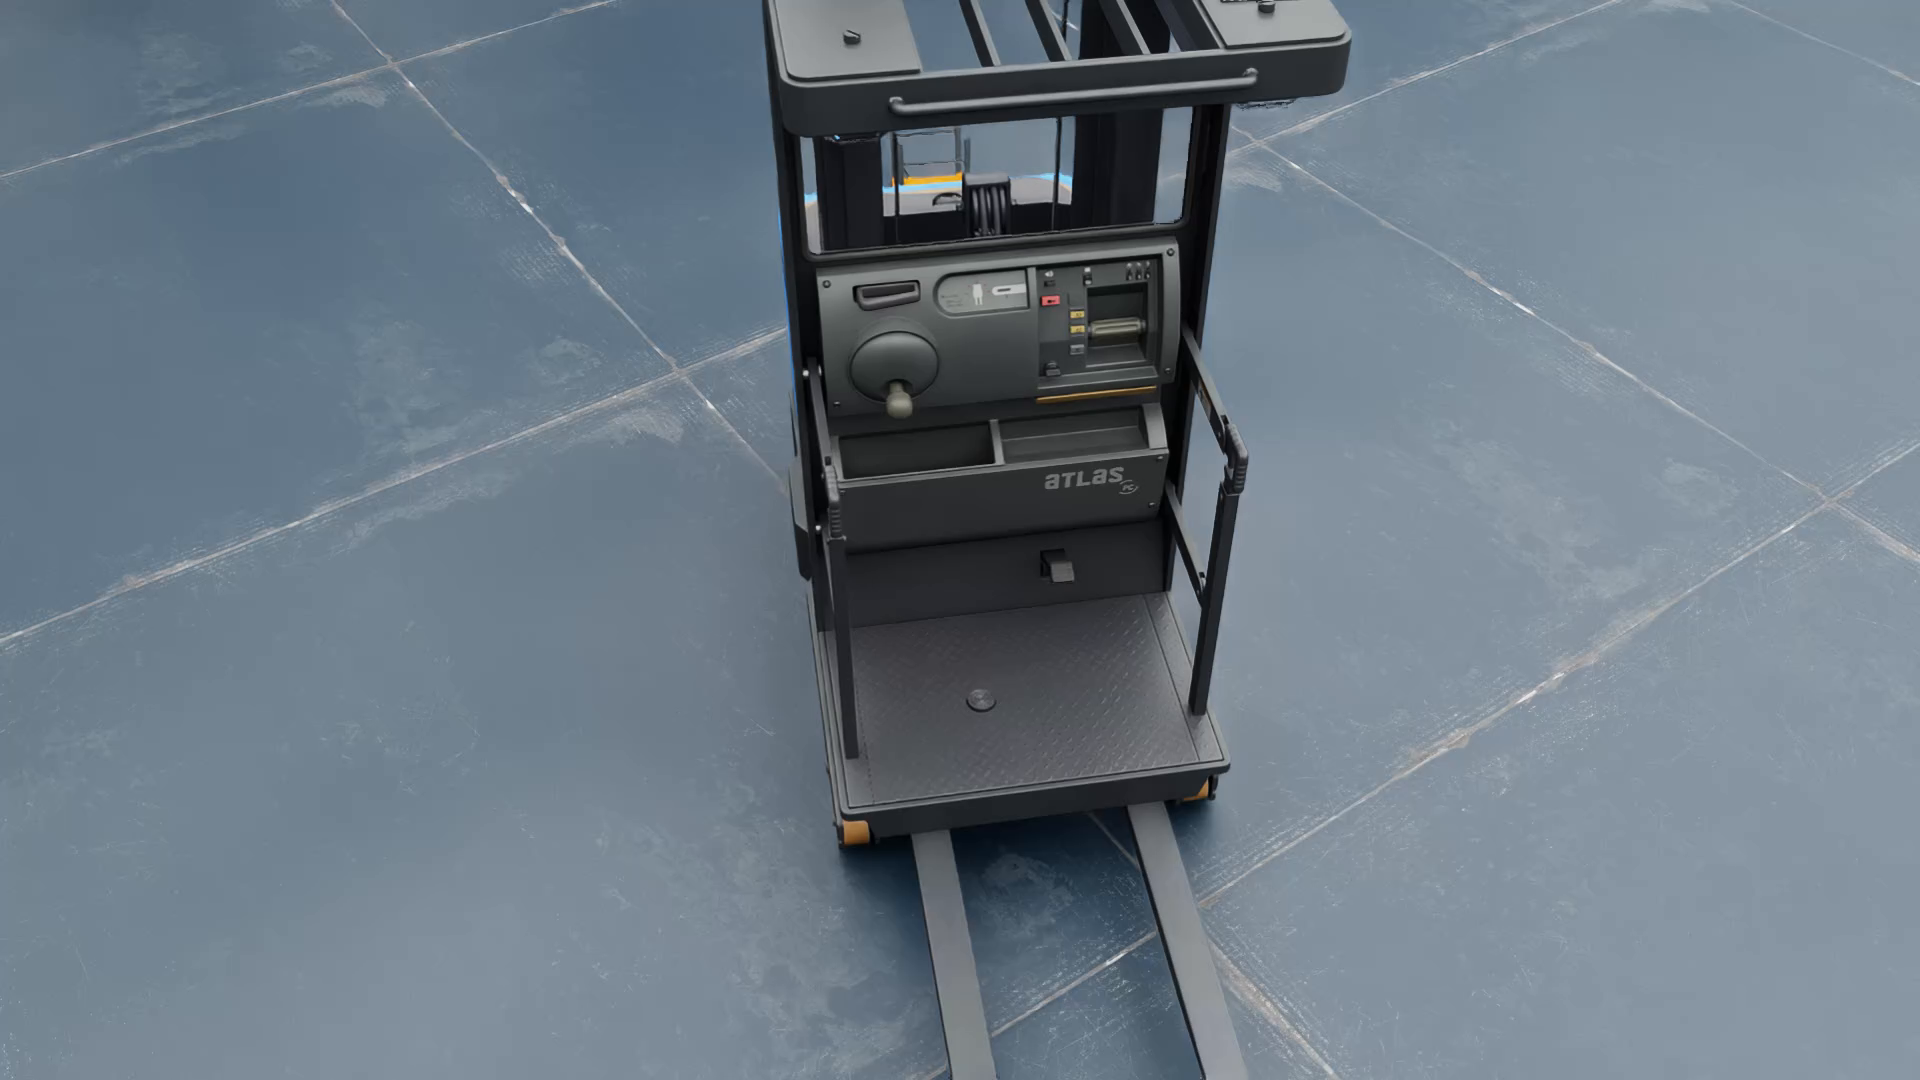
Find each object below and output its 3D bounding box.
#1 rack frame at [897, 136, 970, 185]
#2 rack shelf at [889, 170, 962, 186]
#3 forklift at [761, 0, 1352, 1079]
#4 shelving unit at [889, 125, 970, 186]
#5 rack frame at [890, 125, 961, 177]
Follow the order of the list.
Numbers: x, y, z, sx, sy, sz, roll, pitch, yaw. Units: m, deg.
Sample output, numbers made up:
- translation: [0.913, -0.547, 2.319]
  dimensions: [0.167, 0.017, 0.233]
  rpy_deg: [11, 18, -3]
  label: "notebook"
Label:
- translation: [-0.087, -0.861, 5.783]
  dimensions: [0.240, 1.200, 0.006]
  rpy_deg: [-6, 44, -7]
  label: "rack frame"
- translation: [-0.101, -1.151, 5.630]
  dimensions: [0.258, 0.103, 0.180]
  rpy_deg: [-6, 44, -7]
  label: "rack shelf"
- translation: [0.142, -0.449, 4.097]
  dimensions: [1.130, 2.935, 3.031]
  rpy_deg: [-6, 44, -7]
  label: "forklift"
- translation: [-0.101, -0.923, 5.848]
  dimensions: [0.258, 1.200, 0.189]
  rpy_deg: [-6, 44, -7]
  label: "shelving unit"
- translation: [-0.116, -0.985, 5.913]
  dimensions: [0.240, 1.200, 0.006]
  rpy_deg: [-6, 44, -7]
  label: "rack frame"
